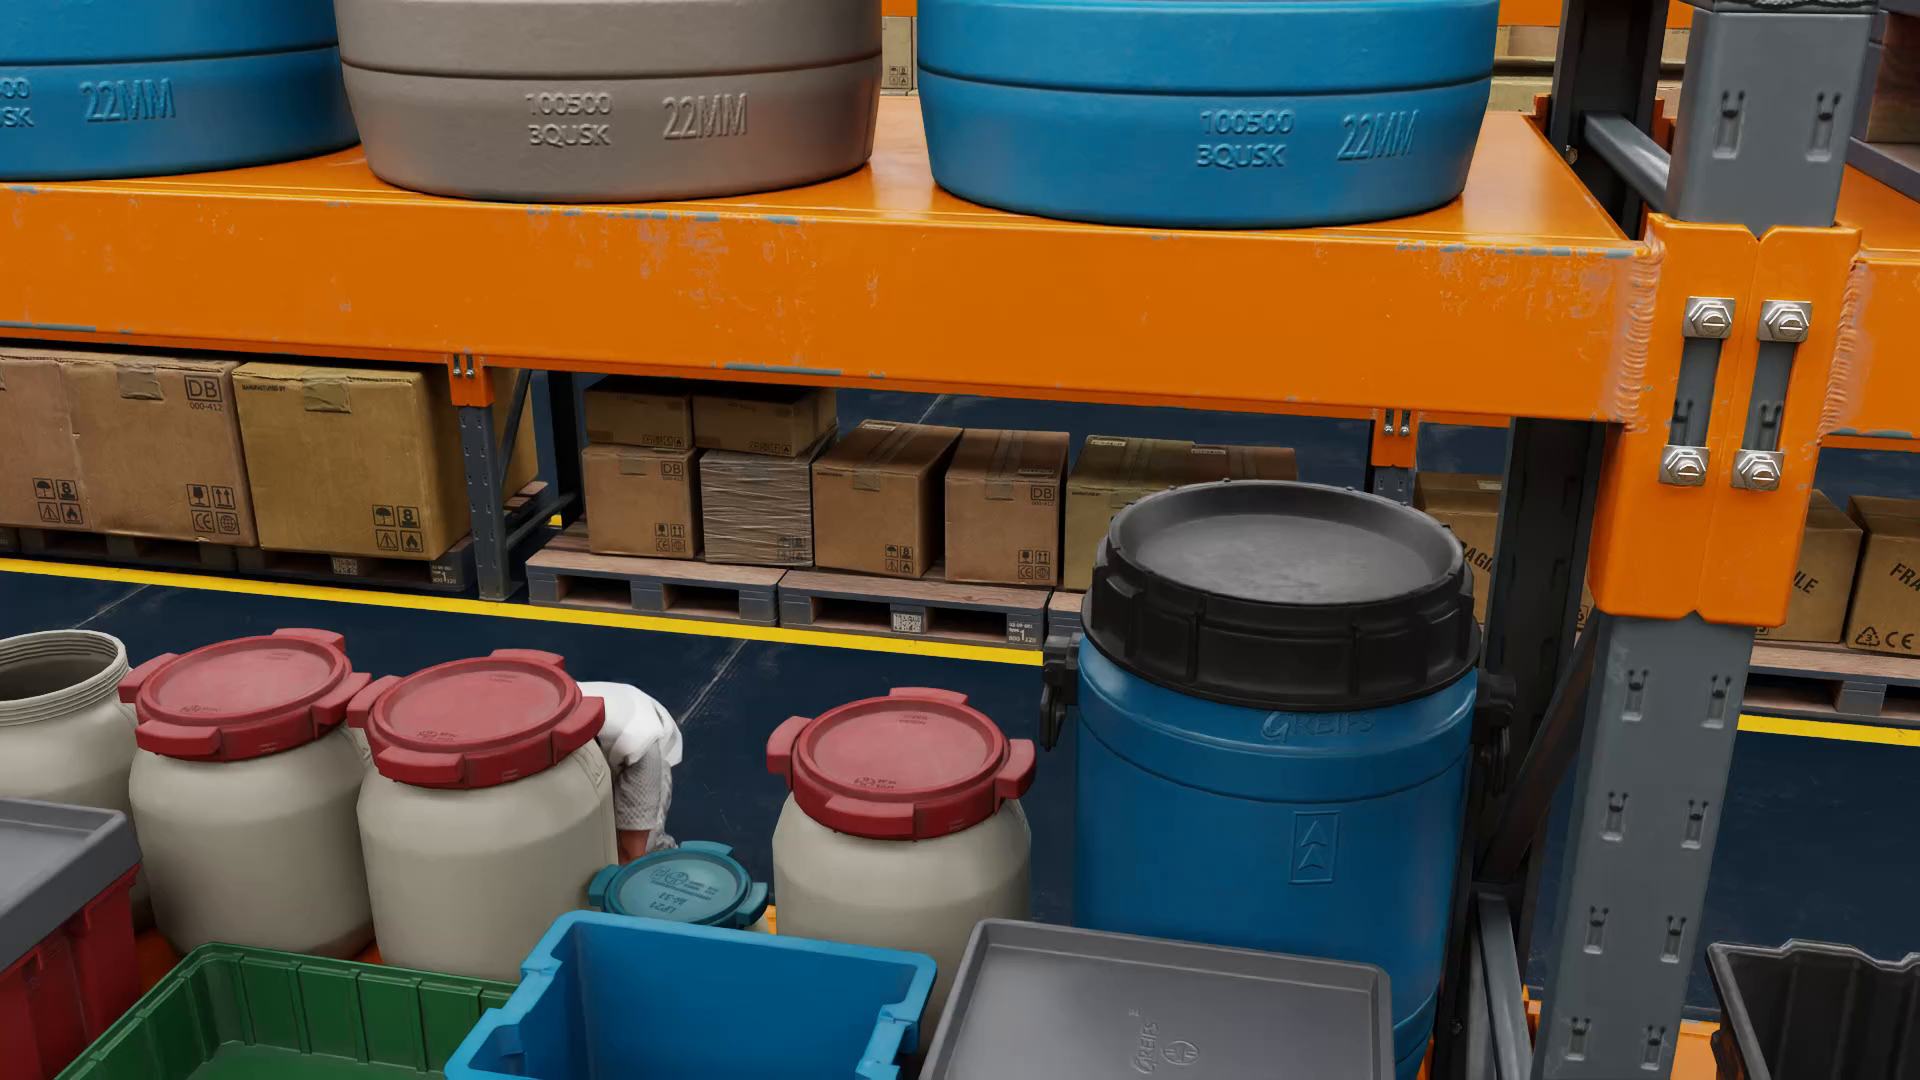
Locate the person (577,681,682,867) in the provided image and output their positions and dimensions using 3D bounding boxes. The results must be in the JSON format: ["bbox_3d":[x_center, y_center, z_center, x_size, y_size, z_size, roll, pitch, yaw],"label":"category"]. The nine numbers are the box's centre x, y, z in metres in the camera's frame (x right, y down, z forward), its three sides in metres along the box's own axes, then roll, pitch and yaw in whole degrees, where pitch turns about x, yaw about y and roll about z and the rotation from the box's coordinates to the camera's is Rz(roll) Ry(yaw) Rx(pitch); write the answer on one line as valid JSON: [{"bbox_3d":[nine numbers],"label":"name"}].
[{"bbox_3d":[-1.159,0.799,5.257,0.576,0.884,0.907,4,22,11],"label":"person"}]
